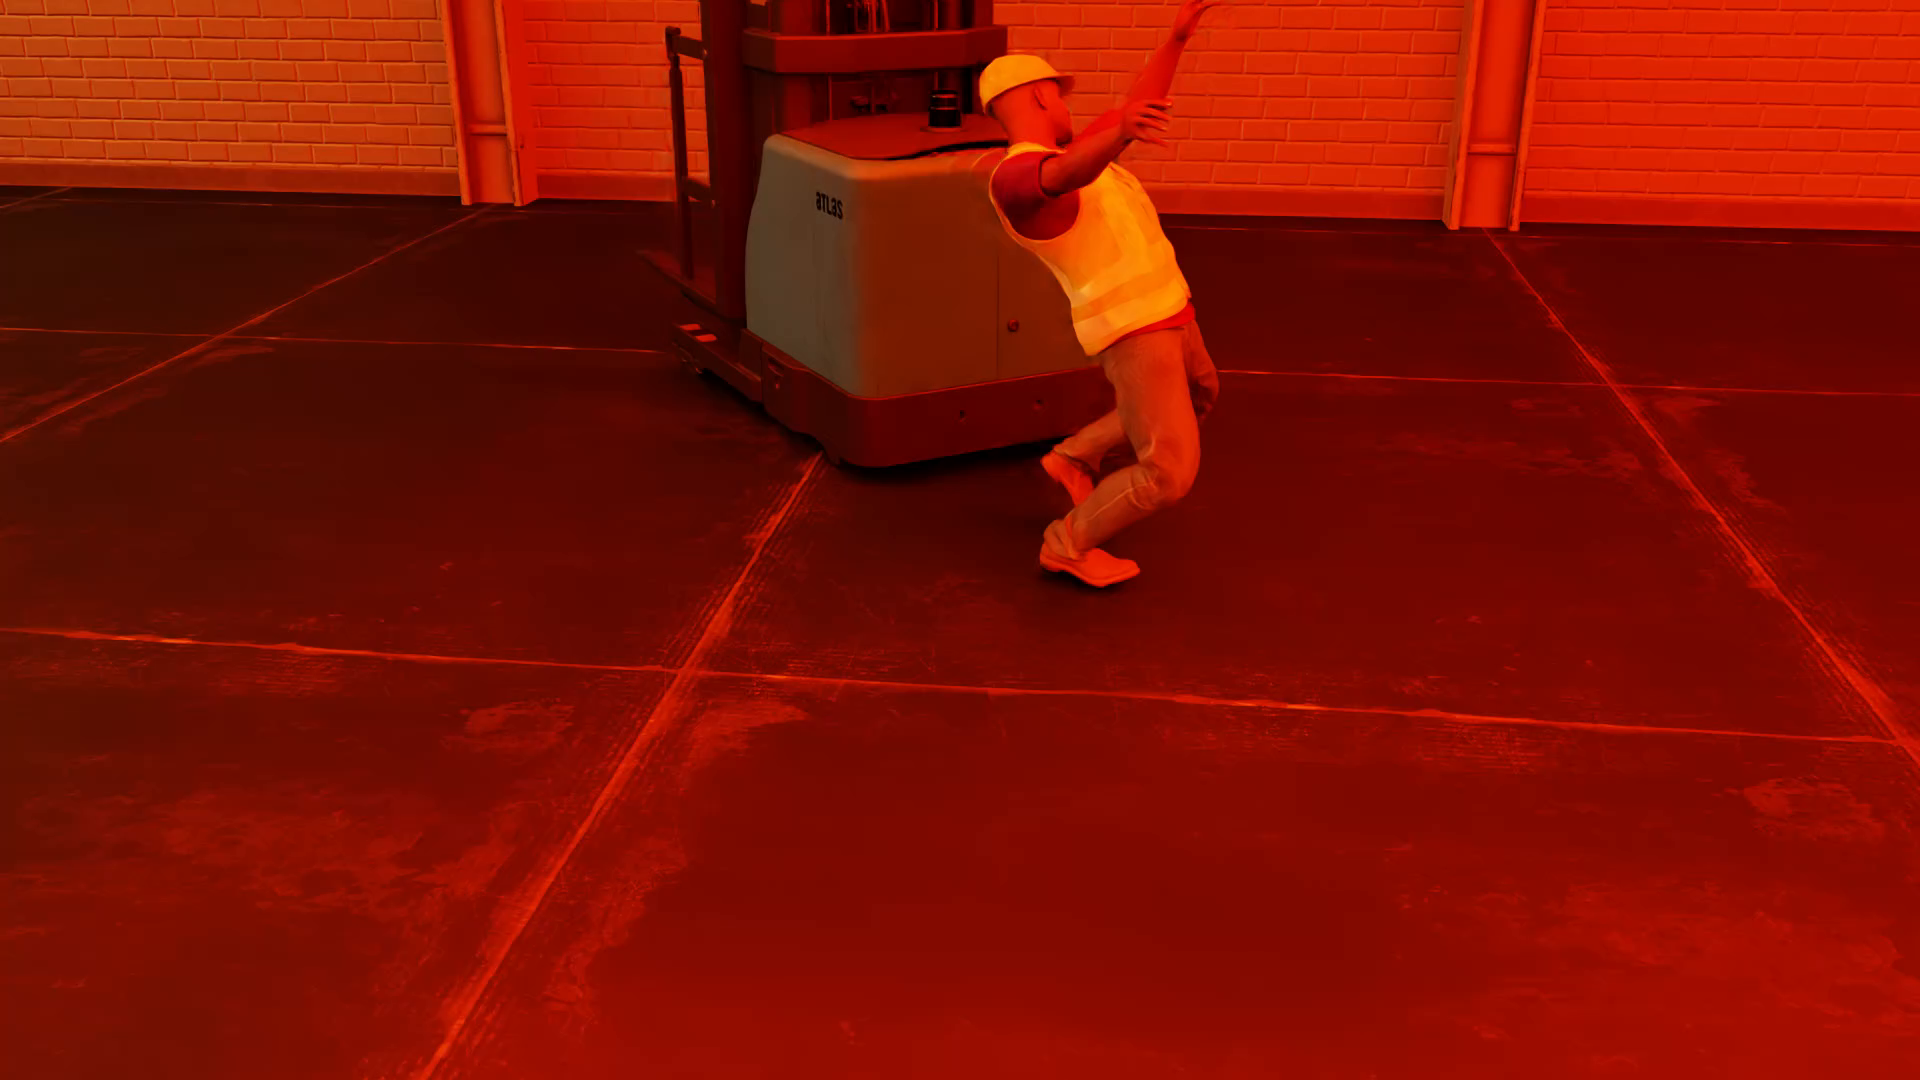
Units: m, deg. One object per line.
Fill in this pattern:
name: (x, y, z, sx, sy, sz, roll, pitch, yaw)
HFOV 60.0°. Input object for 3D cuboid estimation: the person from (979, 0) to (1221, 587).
person: (0.353, -0.657, 4.595, 0.707, 1.628, 1.085, 5, 22, 11)

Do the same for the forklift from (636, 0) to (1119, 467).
forklift: (-0.569, -2.114, 6.503, 1.130, 2.935, 3.031, -11, 24, -26)
